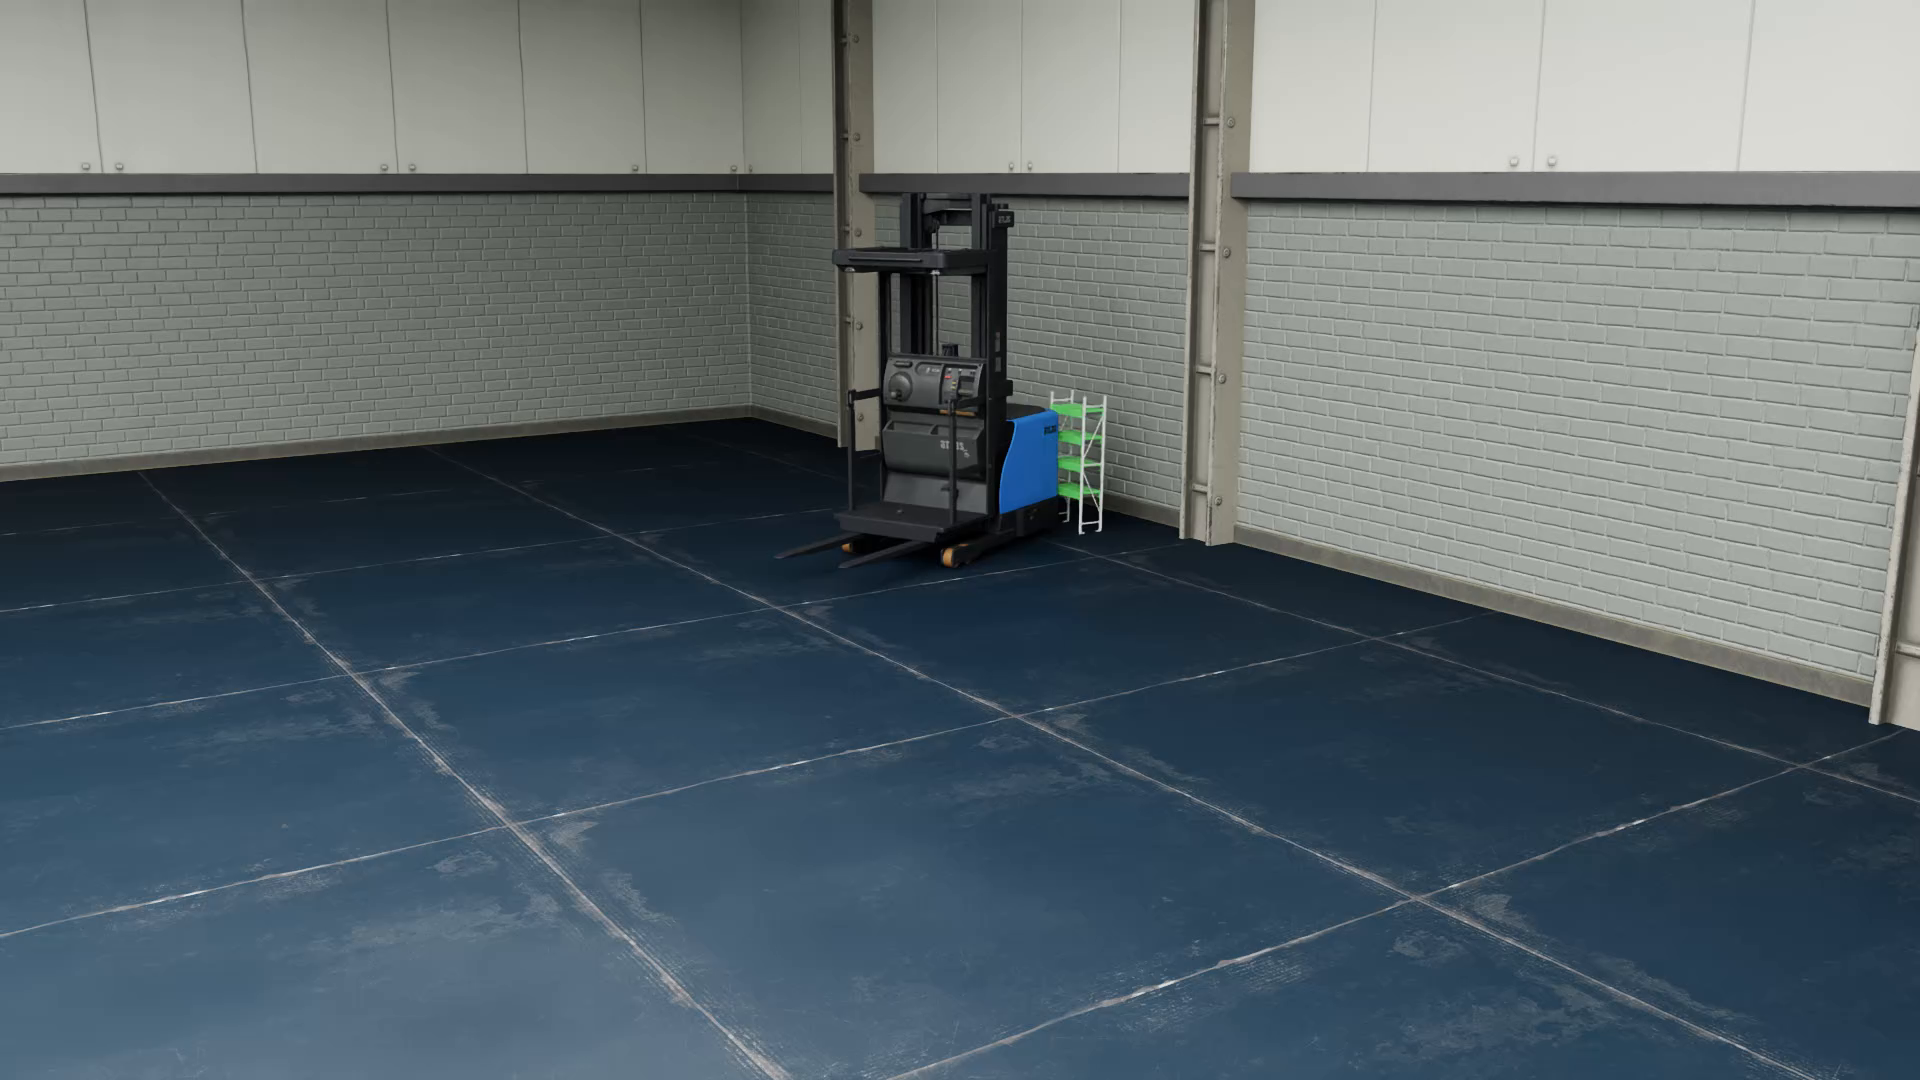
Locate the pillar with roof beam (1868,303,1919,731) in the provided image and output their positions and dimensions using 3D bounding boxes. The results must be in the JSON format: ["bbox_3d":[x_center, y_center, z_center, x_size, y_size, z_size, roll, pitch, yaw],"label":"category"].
[{"bbox_3d":[1.879,-2.822,6.200,9.100,9.000,0.400,-8,15,-33],"label":"pillar with roof beam"}]

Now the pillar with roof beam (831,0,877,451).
[{"bbox_3d":[-4.770,-4.956,15.960,9.100,9.000,0.400,-8,15,-33],"label":"pillar with roof beam"}]

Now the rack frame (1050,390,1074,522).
[{"bbox_3d":[0.901,-0.747,14.956,0.240,1.200,0.015,-6,14,-31],"label":"rack frame"}]

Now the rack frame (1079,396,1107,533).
[{"bbox_3d":[1.160,-0.659,14.551,0.240,1.200,0.015,-6,14,-31],"label":"rack frame"}]

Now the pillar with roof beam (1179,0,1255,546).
[{"bbox_3d":[-1.446,-3.889,11.080,9.100,9.000,0.400,-8,15,-33],"label":"pillar with roof beam"}]

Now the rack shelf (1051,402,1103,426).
[{"bbox_3d":[1.039,-1.111,14.670,0.258,0.148,0.480,-6,14,-31],"label":"rack shelf"}]

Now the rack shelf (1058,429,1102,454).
[{"bbox_3d":[1.034,-0.876,14.718,0.258,0.148,0.480,-6,14,-31],"label":"rack shelf"}]

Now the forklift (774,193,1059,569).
[{"bbox_3d":[-0.334,-1.319,13.532,1.130,2.935,3.031,8,14,31],"label":"forklift"}]

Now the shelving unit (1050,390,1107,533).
[{"bbox_3d":[1.030,-0.703,14.753,0.258,1.200,0.503,-6,14,-31],"label":"shelving unit"}]

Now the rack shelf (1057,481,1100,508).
[{"bbox_3d":[1.024,-0.406,14.815,0.258,0.148,0.480,-6,14,-31],"label":"rack shelf"}]

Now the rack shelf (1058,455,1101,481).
[{"bbox_3d":[1.029,-0.641,14.766,0.258,0.148,0.480,-6,14,-31],"label":"rack shelf"}]
